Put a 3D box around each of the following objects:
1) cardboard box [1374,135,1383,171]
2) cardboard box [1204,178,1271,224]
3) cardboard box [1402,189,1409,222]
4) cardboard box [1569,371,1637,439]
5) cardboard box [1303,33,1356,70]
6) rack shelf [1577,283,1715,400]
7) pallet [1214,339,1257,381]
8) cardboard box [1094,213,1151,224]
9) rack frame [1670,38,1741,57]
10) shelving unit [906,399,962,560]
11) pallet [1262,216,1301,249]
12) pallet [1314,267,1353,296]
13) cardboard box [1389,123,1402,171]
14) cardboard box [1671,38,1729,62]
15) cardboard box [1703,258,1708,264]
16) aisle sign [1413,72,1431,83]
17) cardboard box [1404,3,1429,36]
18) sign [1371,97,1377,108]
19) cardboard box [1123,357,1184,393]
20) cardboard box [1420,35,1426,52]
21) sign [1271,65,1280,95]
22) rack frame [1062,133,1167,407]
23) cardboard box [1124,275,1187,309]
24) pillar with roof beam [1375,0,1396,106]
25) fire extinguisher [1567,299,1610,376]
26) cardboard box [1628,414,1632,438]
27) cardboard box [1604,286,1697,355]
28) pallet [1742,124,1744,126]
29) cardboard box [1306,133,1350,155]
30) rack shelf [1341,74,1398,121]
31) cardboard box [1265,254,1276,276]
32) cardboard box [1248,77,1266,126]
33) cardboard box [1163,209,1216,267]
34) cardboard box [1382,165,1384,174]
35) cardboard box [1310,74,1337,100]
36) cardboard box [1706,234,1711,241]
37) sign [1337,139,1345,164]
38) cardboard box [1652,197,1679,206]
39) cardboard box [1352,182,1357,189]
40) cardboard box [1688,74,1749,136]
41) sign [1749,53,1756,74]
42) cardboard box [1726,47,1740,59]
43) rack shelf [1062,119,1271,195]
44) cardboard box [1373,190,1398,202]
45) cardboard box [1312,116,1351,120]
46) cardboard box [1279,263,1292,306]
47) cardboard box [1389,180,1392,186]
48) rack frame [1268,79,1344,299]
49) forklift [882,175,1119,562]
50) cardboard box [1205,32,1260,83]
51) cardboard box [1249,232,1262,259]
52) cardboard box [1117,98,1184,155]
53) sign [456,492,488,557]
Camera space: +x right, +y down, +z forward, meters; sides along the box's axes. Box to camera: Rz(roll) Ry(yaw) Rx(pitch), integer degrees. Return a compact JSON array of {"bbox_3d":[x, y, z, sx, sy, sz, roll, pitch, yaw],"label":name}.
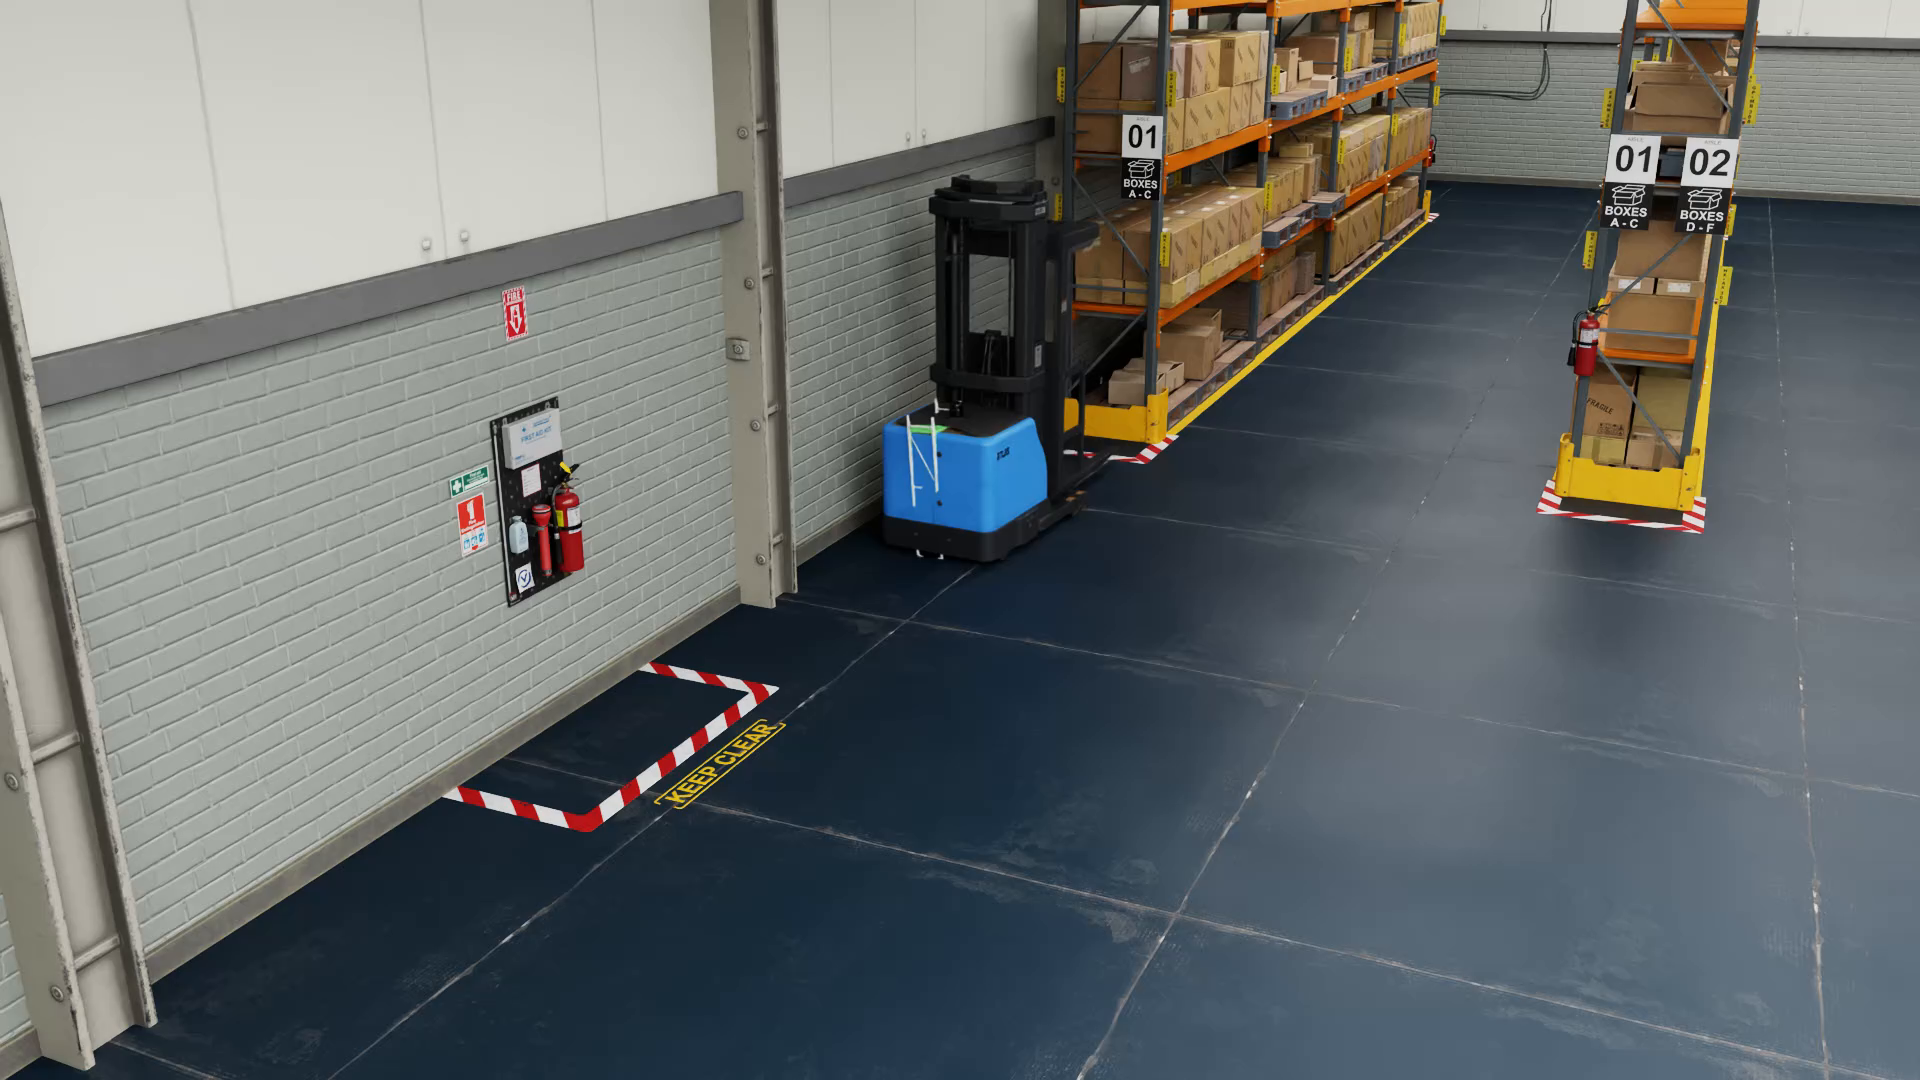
[{"bbox_3d":[6.241,-6.012,25.775,0.500,0.500,0.500,9,21,23],"label":"cardboard box"},{"bbox_3d":[3.363,-4.108,20.239,0.700,0.500,0.500,9,21,23],"label":"cardboard box"},{"bbox_3d":[7.432,-5.857,29.065,0.700,0.500,0.500,8,21,21],"label":"cardboard box"},{"bbox_3d":[5.955,-1.262,15.399,0.500,0.500,0.500,9,21,23],"label":"cardboard box"},{"bbox_3d":[5.315,-7.086,24.135,0.700,0.500,0.500,10,22,25],"label":"cardboard box"},{"bbox_3d":[6.825,-2.074,16.398,1.077,0.370,4.000,9,21,23],"label":"rack shelf"},{"bbox_3d":[2.881,-2.179,19.781,1.003,0.211,1.213,9,21,23],"label":"pallet"},{"bbox_3d":[1.700,-3.098,17.279,0.500,0.500,0.500,9,21,23],"label":"cardboard box"},{"bbox_3d":[10.920,-8.297,23.868,1.000,3.000,0.127,9,21,23],"label":"rack frame"},{"bbox_3d":[-0.170,-0.497,13.536,0.258,1.200,0.503,7,23,26],"label":"shelving unit"},{"bbox_3d":[3.569,-3.826,20.538,1.003,0.211,1.213,9,21,23],"label":"pallet"},{"bbox_3d":[5.153,-3.843,24.459,1.003,0.211,1.213,9,21,23],"label":"pallet"},{"bbox_3d":[6.637,-6.454,27.191,0.980,0.700,0.700,9,21,24],"label":"cardboard box"},{"bbox_3d":[8.145,-5.279,18.337,0.500,0.500,0.500,11,22,28],"label":"cardboard box"},{"bbox_3d":[6.785,-2.561,15.575,0.380,0.149,0.250,8,21,21],"label":"cardboard box"},{"bbox_3d":[8.341,-8.577,29.730,0.394,0.787,0.004,9,21,23],"label":"aisle sign"},{"bbox_3d":[7.566,-8.739,27.917,0.500,0.500,0.500,8,21,20],"label":"cardboard box"},{"bbox_3d":[7.534,-7.895,30.281,0.100,0.325,0.005,9,21,23],"label":"sign"},{"bbox_3d":[2.084,-1.794,17.893,0.500,0.311,0.500,11,22,27],"label":"cardboard box"},{"bbox_3d":[7.559,-8.380,28.026,0.500,0.250,0.500,8,21,21],"label":"cardboard box"},{"bbox_3d":[3.622,-5.288,19.113,0.100,0.325,0.005,9,21,23],"label":"sign"},{"bbox_3d":[1.486,-2.480,16.466,1.000,3.000,0.127,9,21,23],"label":"rack frame"},{"bbox_3d":[1.975,-2.525,16.785,0.500,0.250,0.500,8,21,21],"label":"cardboard box"},{"bbox_3d":[12.282,-10.551,30.208,9.100,9.000,0.400,9,21,23],"label":"pillar with roof beam"},{"bbox_3d":[5.534,-1.793,14.649,0.296,0.674,0.183,9,21,23],"label":"fire extinguisher"},{"bbox_3d":[6.150,-1.063,15.958,0.500,0.250,0.500,9,21,23],"label":"cardboard box"},{"bbox_3d":[6.209,-1.990,14.938,0.700,0.500,0.500,9,21,23],"label":"cardboard box"},{"bbox_3d":[8.631,-5.010,19.384,1.003,0.211,1.213,10,22,25],"label":"pallet"},{"bbox_3d":[5.195,-5.588,23.463,0.500,0.250,0.500,9,22,24],"label":"cardboard box"},{"bbox_3d":[5.581,-6.612,24.680,1.077,0.370,4.000,9,21,23],"label":"rack shelf"},{"bbox_3d":[3.797,-3.608,21.592,0.500,0.250,0.500,8,21,21],"label":"cardboard box"},{"bbox_3d":[3.141,-4.984,18.850,0.500,0.500,0.500,9,22,24],"label":"cardboard box"},{"bbox_3d":[2.384,-3.184,17.520,0.500,0.500,0.500,8,21,21],"label":"cardboard box"},{"bbox_3d":[6.519,-5.897,26.420,0.380,0.149,0.250,9,21,23],"label":"cardboard box"},{"bbox_3d":[4.713,-6.049,22.129,0.500,0.311,0.500,9,21,23],"label":"cardboard box"},{"bbox_3d":[7.414,-3.029,16.891,0.380,0.149,0.250,9,21,23],"label":"cardboard box"},{"bbox_3d":[5.261,-5.362,22.961,0.100,0.325,0.005,9,21,23],"label":"sign"},{"bbox_3d":[6.647,-2.933,15.654,0.700,0.500,0.500,9,21,23],"label":"cardboard box"},{"bbox_3d":[5.726,-5.356,24.898,0.380,0.149,0.250,9,21,23],"label":"cardboard box"},{"bbox_3d":[6.936,-3.996,15.267,0.500,0.500,0.500,9,21,23],"label":"cardboard box"},{"bbox_3d":[9.785,-5.863,20.611,0.100,0.325,0.005,9,21,23],"label":"sign"},{"bbox_3d":[11.346,-7.163,24.634,0.500,0.250,0.500,9,21,23],"label":"cardboard box"},{"bbox_3d":[2.305,-4.166,17.803,1.077,0.370,4.000,9,21,23],"label":"rack shelf"},{"bbox_3d":[7.106,-5.769,27.848,0.380,0.149,0.250,9,22,25],"label":"cardboard box"},{"bbox_3d":[5.765,-6.433,25.839,0.500,0.250,0.500,9,21,23],"label":"cardboard box"},{"bbox_3d":[4.020,-3.431,22.213,0.700,0.500,0.500,8,21,22],"label":"cardboard box"},{"bbox_3d":[7.401,-6.304,29.353,0.380,0.149,0.250,9,21,23],"label":"cardboard box"},{"bbox_3d":[4.762,-4.926,23.343,1.000,3.000,0.127,9,21,23],"label":"rack frame"},{"bbox_3d":[0.497,-1.658,14.256,1.130,2.935,3.031,10,22,26],"label":"forklift"},{"bbox_3d":[2.950,-5.284,18.201,0.500,0.500,0.500,10,22,26],"label":"cardboard box"},{"bbox_3d":[3.206,-3.455,19.402,0.500,0.250,0.500,9,21,23],"label":"cardboard box"},{"bbox_3d":[1.851,-4.018,16.135,0.500,0.500,0.500,9,22,24],"label":"cardboard box"},{"bbox_3d":[-2.841,-0.091,9.693,0.001,0.329,0.234,9,21,23],"label":"sign"}]
